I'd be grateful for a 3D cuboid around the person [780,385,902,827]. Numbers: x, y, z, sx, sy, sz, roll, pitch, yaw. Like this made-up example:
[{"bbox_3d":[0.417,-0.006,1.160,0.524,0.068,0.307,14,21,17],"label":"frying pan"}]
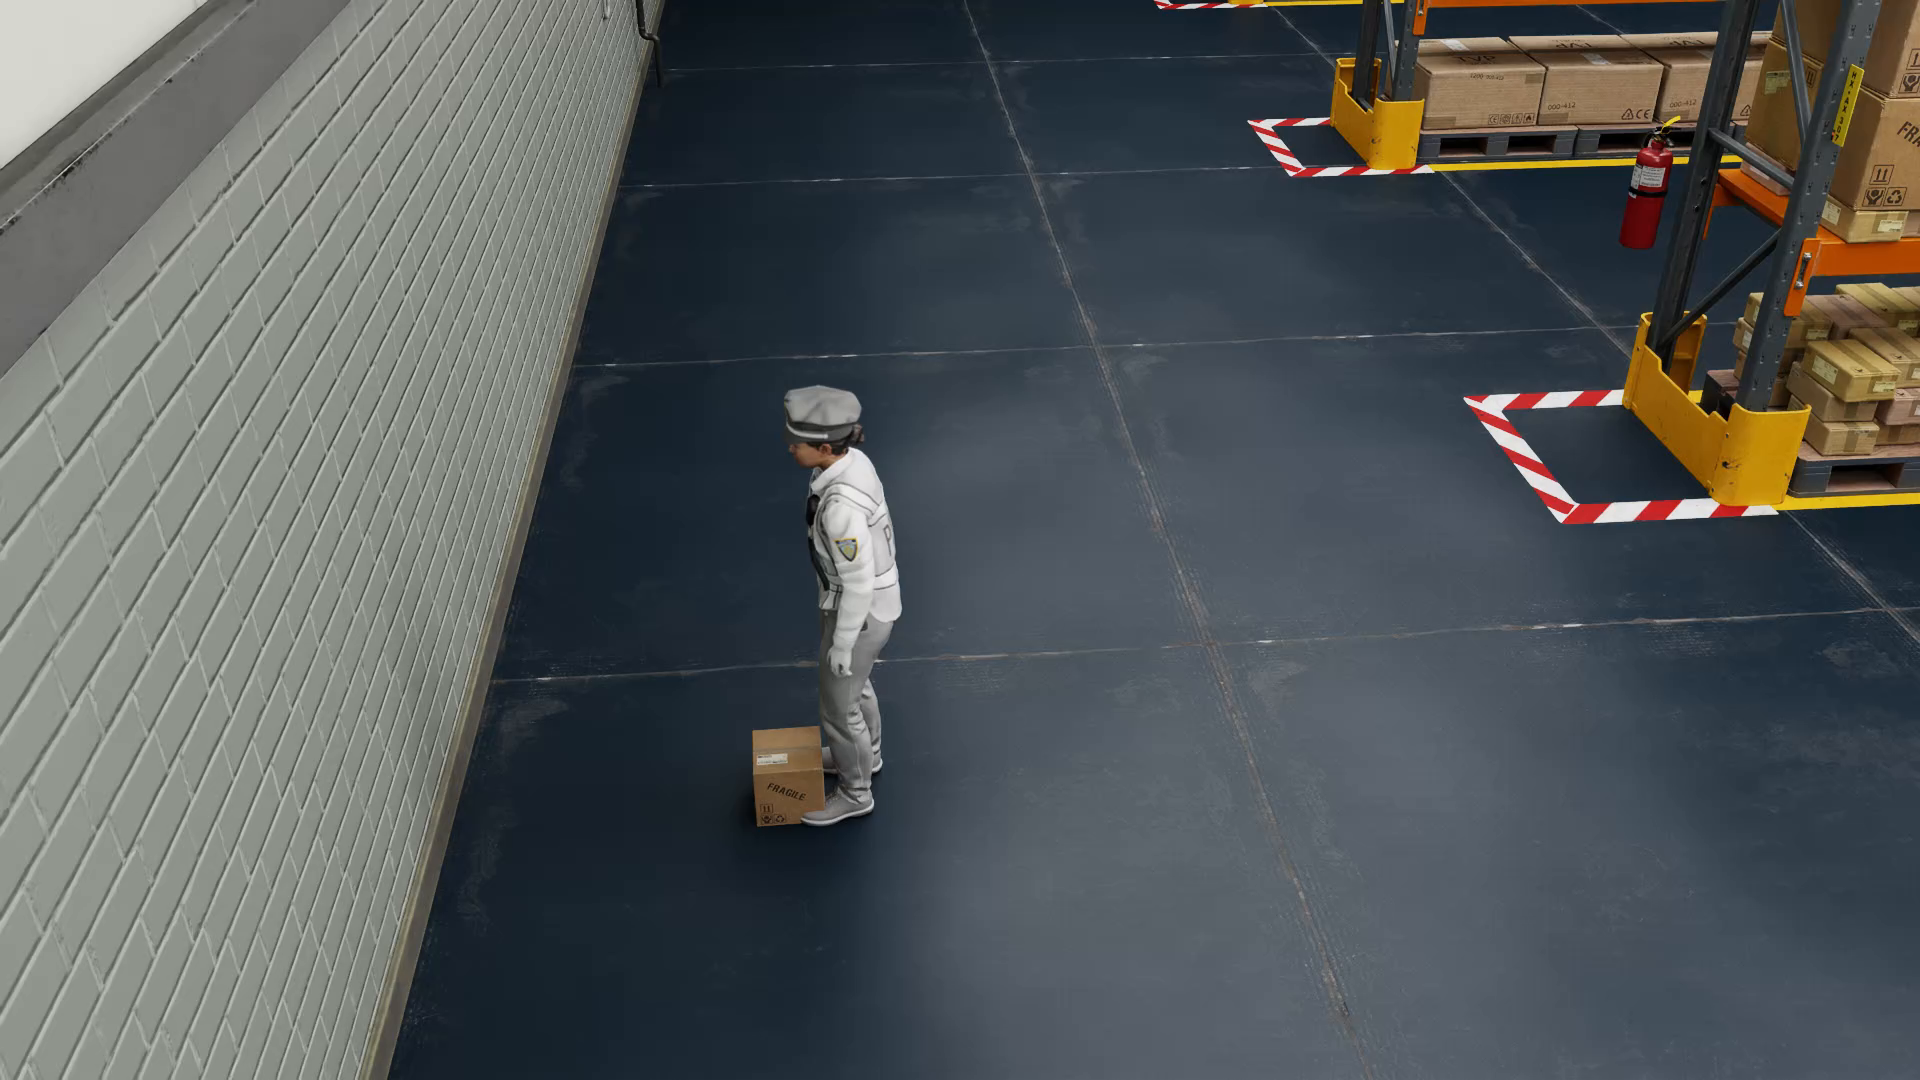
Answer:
[{"bbox_3d":[-0.405,0.243,5.730,0.404,1.663,0.530,-3,31,-5],"label":"person"}]
